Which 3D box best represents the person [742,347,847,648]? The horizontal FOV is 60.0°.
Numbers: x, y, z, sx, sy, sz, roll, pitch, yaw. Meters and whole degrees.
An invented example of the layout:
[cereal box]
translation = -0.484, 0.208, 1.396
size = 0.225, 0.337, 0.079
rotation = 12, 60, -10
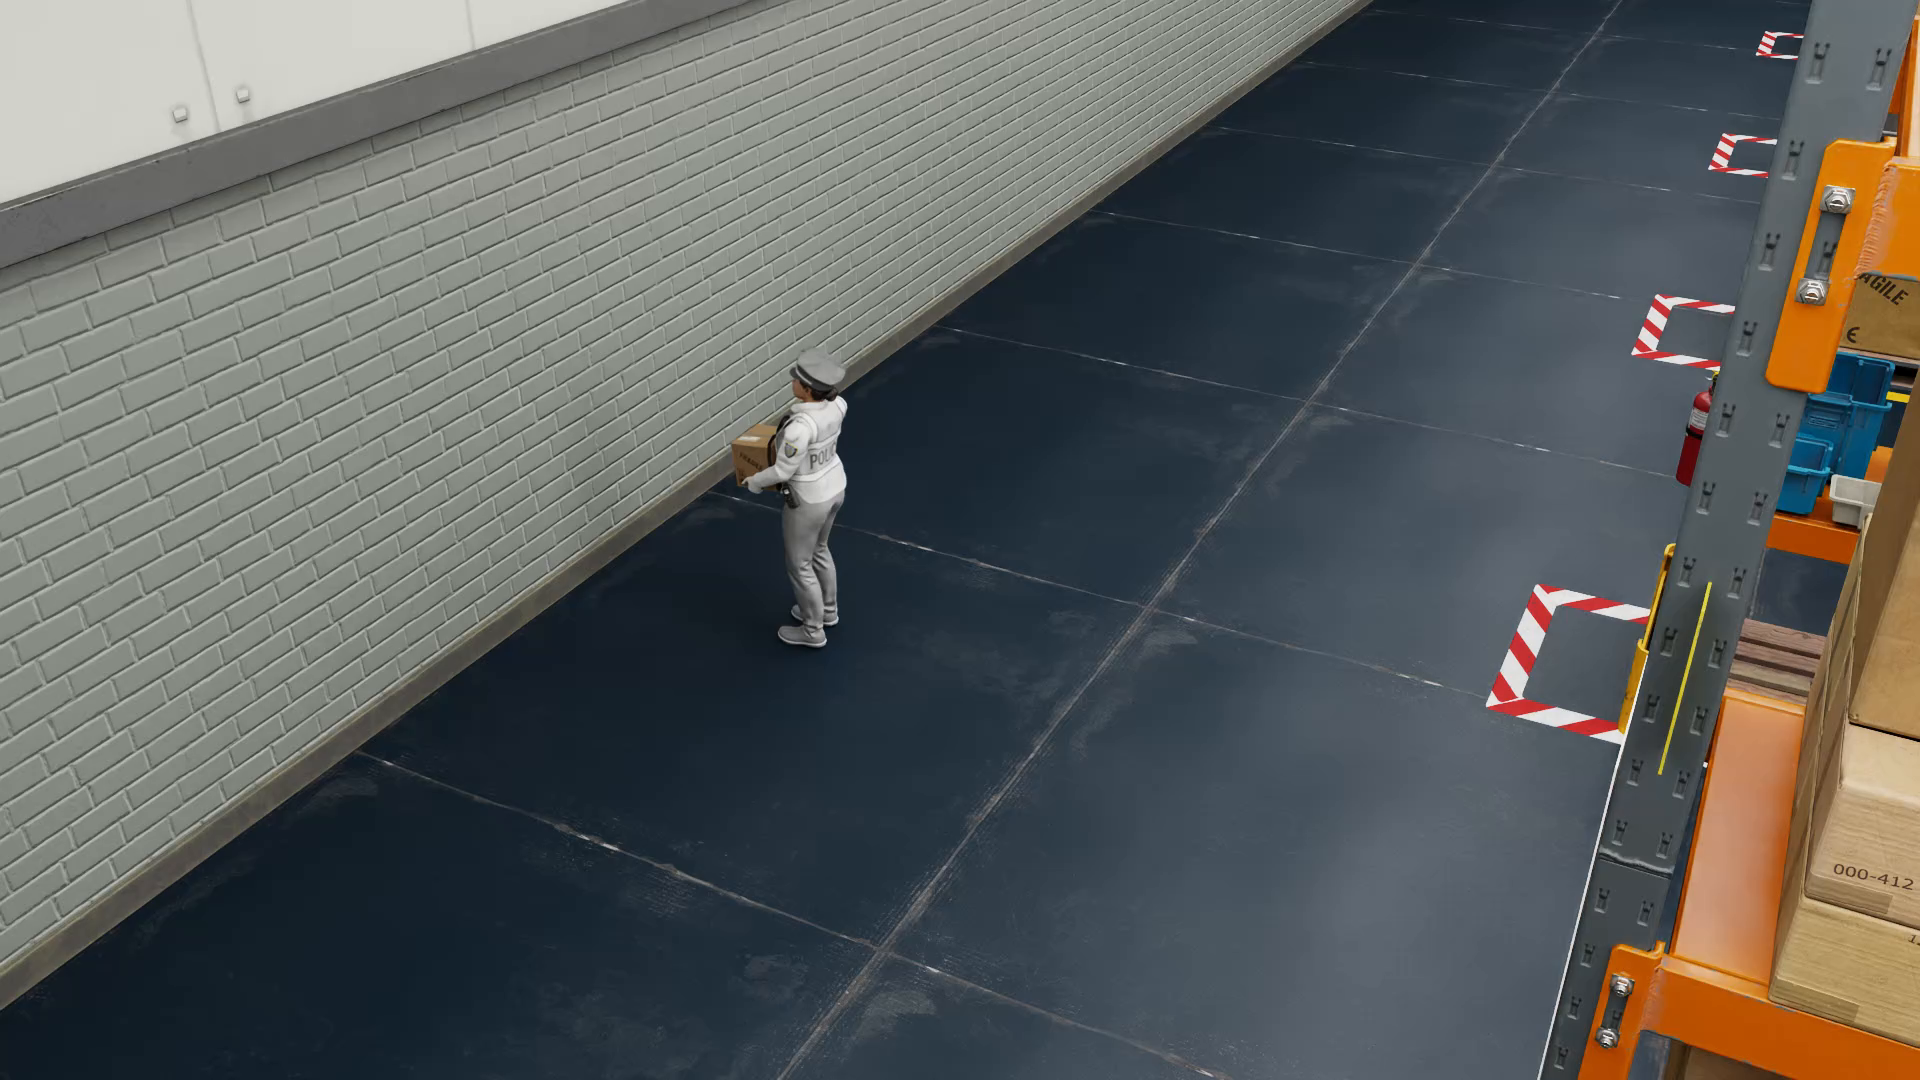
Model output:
[person]
translation = -0.829, -0.236, 8.663
size = 0.555, 1.687, 0.461
rotation = 15, 33, 23
